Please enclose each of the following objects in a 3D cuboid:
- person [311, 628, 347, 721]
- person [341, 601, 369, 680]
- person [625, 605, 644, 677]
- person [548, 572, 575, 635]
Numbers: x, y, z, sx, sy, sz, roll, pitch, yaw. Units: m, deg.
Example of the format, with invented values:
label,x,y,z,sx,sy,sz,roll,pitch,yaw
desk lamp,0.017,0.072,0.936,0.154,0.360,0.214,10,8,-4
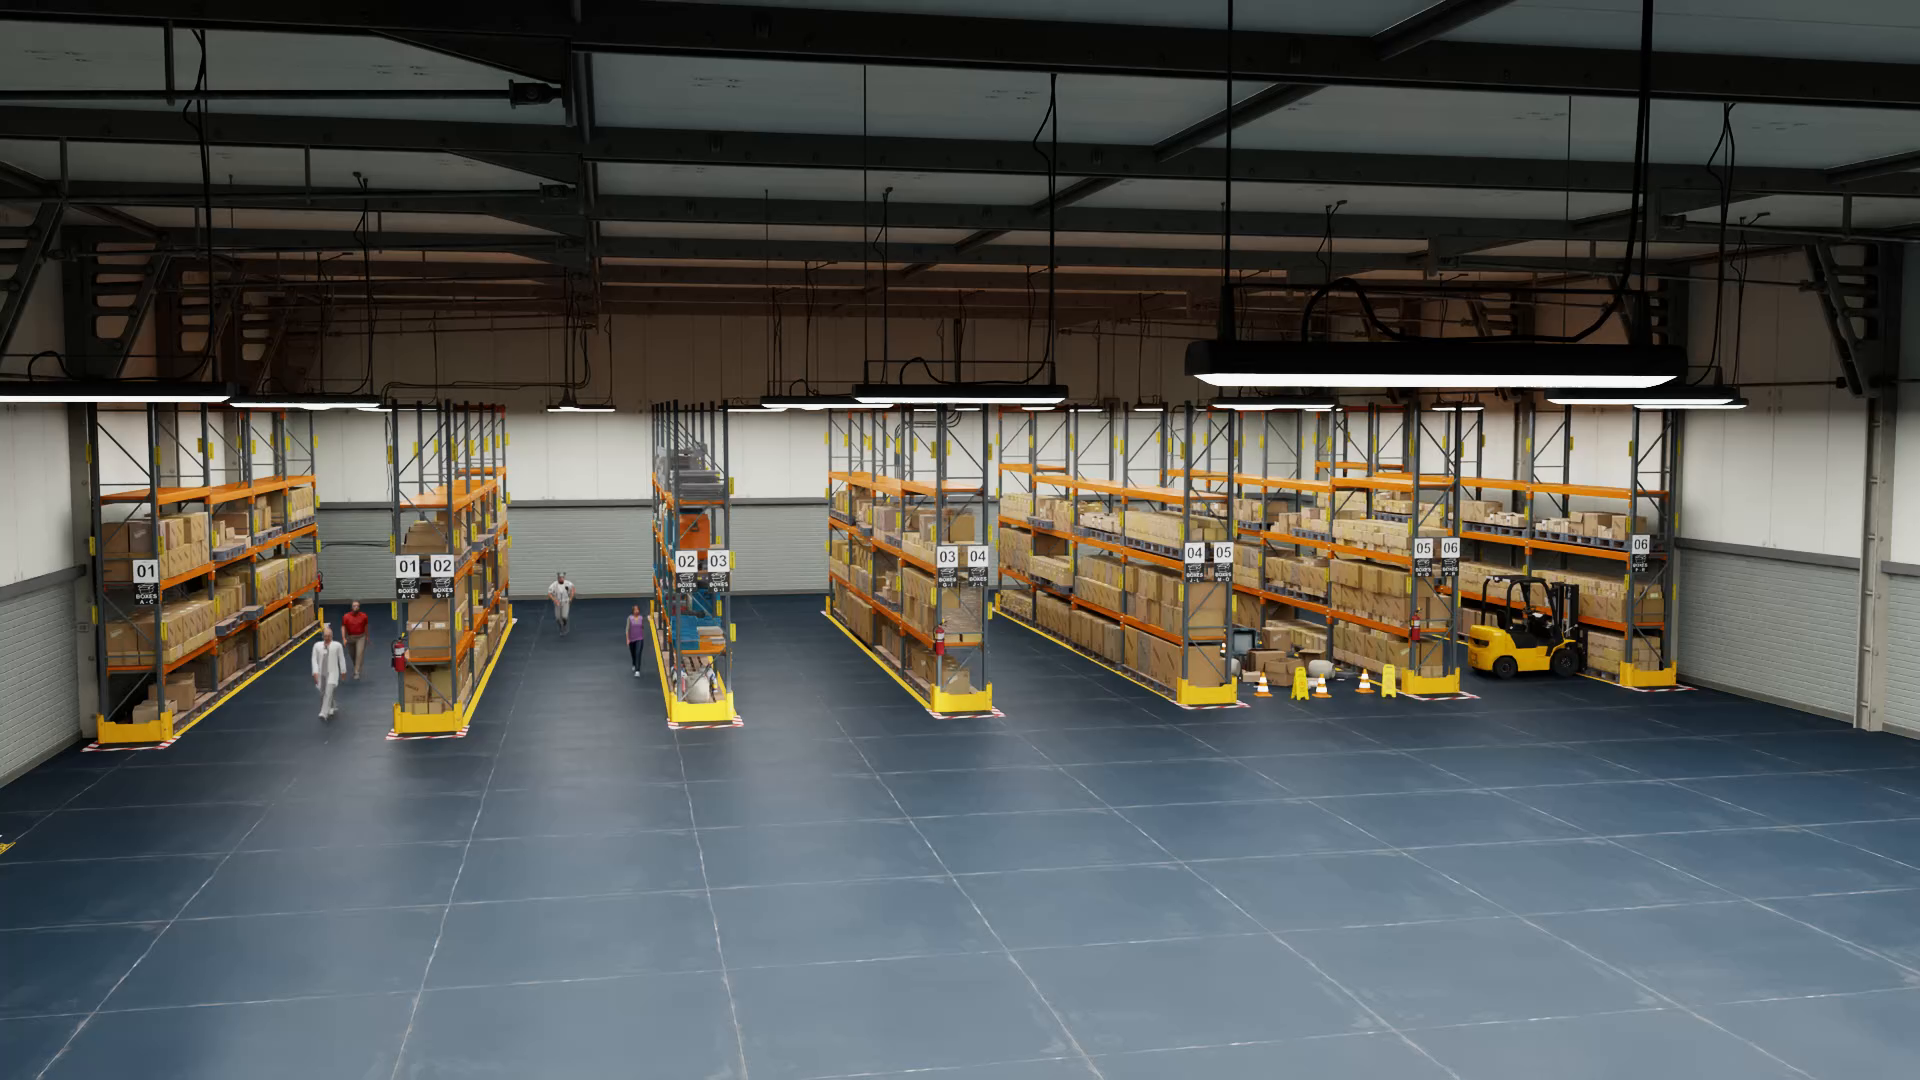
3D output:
label,x,y,z,sx,sy,sz,roll,pitch,yaw
person,-11.899,2.516,31.232,0.576,1.699,1.217,0,4,-2
person,-13.121,2.152,36.001,0.492,1.658,1.085,0,4,-3
person,-7.133,2.186,36.506,0.398,1.535,1.008,0,4,-3
person,-10.325,1.637,43.140,0.650,1.683,0.735,0,4,-4
